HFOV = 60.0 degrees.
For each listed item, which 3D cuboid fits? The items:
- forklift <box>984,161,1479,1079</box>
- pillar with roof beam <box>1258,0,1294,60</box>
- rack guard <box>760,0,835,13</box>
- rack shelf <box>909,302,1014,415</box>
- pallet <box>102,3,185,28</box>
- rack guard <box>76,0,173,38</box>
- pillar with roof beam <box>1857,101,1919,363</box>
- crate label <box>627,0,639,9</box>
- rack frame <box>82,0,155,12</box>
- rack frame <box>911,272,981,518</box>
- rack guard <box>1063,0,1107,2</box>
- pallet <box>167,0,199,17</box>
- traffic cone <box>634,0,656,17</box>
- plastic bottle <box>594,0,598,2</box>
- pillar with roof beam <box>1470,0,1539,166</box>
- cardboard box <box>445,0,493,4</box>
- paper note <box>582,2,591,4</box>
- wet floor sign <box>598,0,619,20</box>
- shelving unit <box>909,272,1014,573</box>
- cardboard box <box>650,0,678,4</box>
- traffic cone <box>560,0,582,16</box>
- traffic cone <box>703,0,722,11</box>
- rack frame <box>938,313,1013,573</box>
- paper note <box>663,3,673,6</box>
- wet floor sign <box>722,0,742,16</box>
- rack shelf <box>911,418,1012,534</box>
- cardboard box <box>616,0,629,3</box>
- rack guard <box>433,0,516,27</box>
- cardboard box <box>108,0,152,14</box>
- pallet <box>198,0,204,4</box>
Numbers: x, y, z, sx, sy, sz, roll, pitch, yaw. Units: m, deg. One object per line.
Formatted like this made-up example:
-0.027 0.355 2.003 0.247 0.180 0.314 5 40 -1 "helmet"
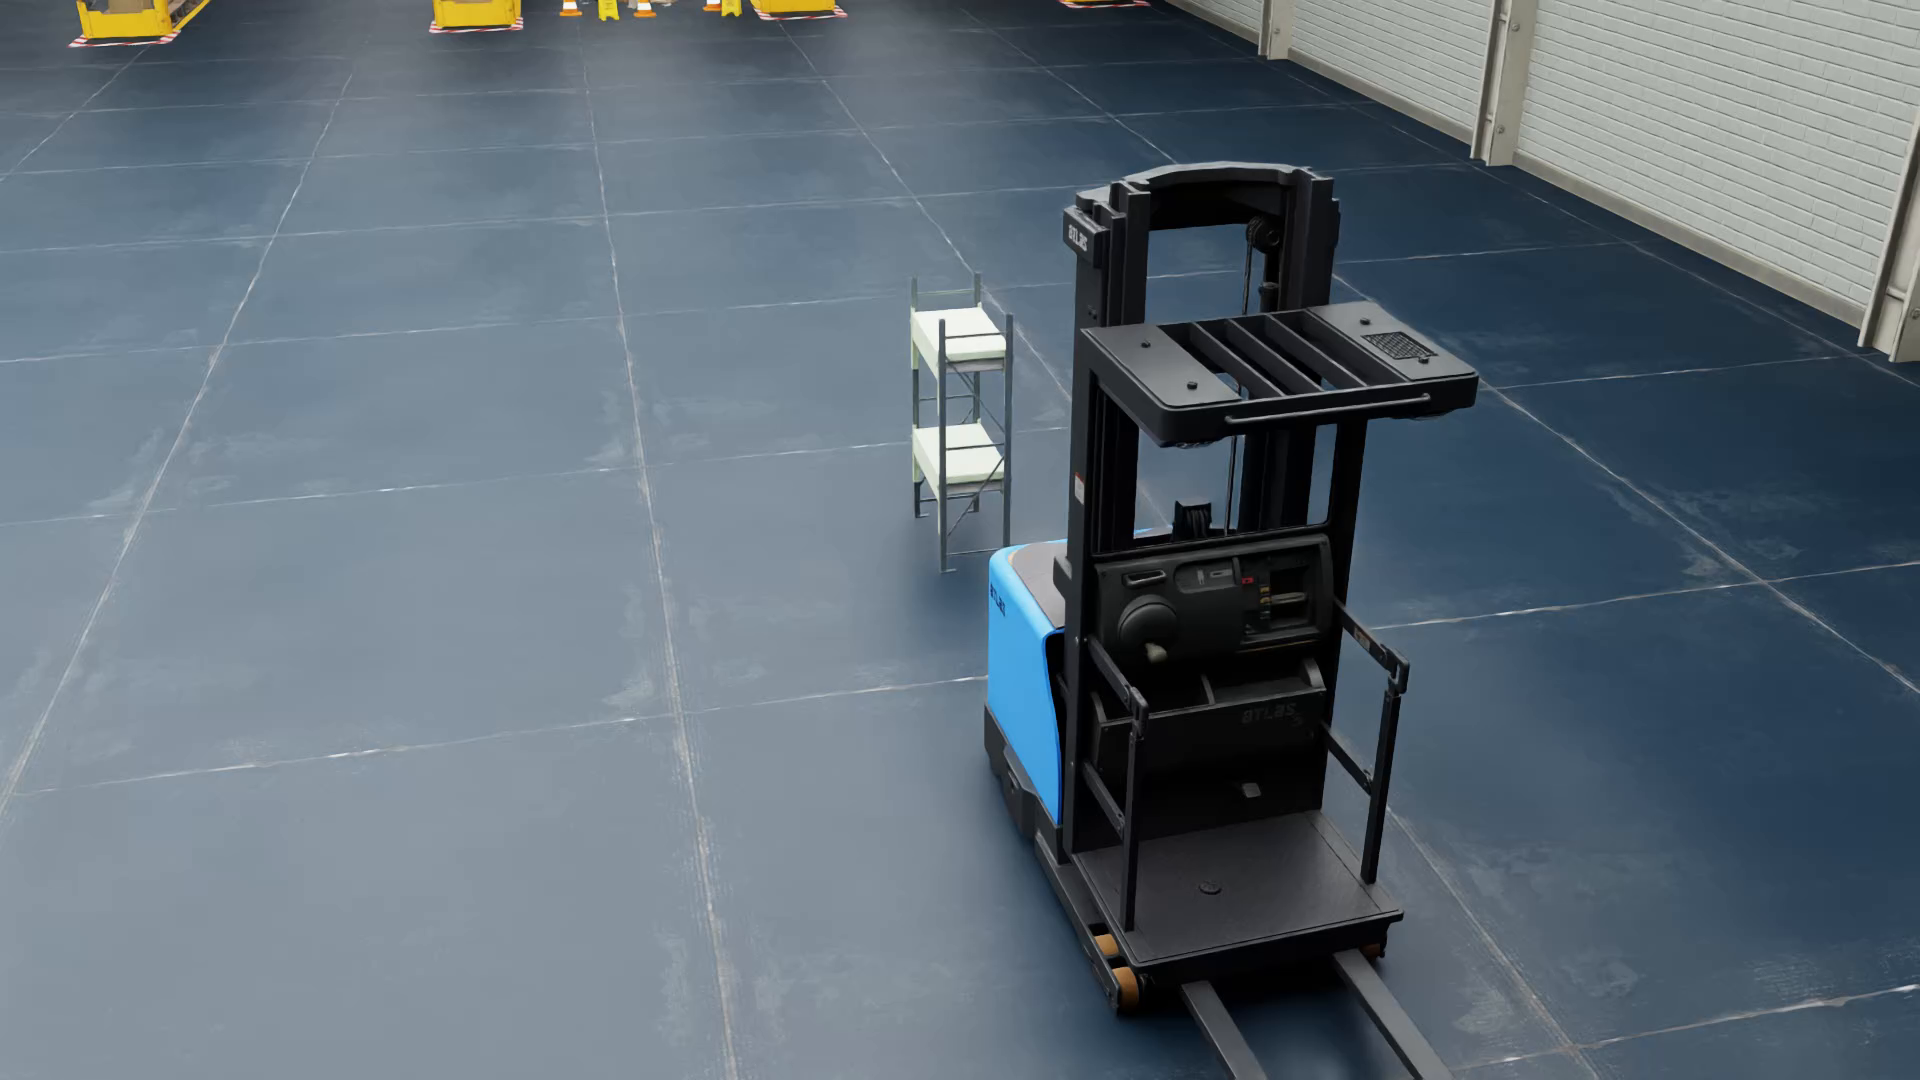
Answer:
1.012 0.263 5.977 1.130 2.935 3.031 -7 28 -14 "forklift"
0.144 -10.269 20.108 9.100 9.000 0.400 -6 27 -12 "pillar with roof beam"
-2.587 -8.676 26.385 1.175 0.500 0.348 -6 27 -12 "rack guard"
0.002 -1.015 9.230 0.431 0.370 0.720 -6 27 -12 "rack shelf"
-12.391 -7.901 25.170 1.003 0.211 1.213 -6 27 -12 "pallet"
-12.242 -7.670 24.391 1.175 0.500 0.348 -6 27 -12 "rack guard"
2.849 -5.001 9.670 9.100 9.000 0.400 -6 27 -12 "pillar with roof beam"
-5.166 -8.615 26.667 0.250 0.136 0.298 -23 35 -38 "crate label"
-12.225 -8.752 23.762 1.000 3.000 0.127 -6 27 -12 "rack frame"
-0.081 -0.827 9.725 0.400 1.500 0.023 -6 27 -12 "rack frame"
2.271 -9.138 27.300 1.175 0.500 0.348 -6 27 -12 "rack guard"
-12.662 -8.436 26.229 1.003 0.211 1.213 -6 27 -12 "pallet"
-4.928 -8.422 25.922 0.336 0.463 0.334 -6 27 -12 "traffic cone"
-5.969 -8.894 27.304 0.133 0.061 0.283 -16 31 -29 "plastic bottle"
1.497 -7.635 14.889 9.100 9.000 0.400 -6 27 -12 "pillar with roof beam"
-7.587 -8.742 25.632 0.875 0.875 0.875 -6 27 -11 "cardboard box"
-6.060 -8.728 27.010 0.144 0.017 0.142 3 27 6 "paper note"
-5.434 -8.349 25.575 0.267 0.644 0.232 -11 29 -20 "wet floor sign"
0.002 -0.667 9.406 0.431 1.500 0.755 -6 27 -12 "shelving unit"
-4.833 -8.856 27.131 0.380 0.149 0.250 8 28 15 "cardboard box"
-6.106 -8.457 25.991 0.336 0.463 0.334 -6 27 -12 "traffic cone"
-3.924 -8.684 26.441 0.336 0.463 0.334 -6 27 -12 "traffic cone"
0.084 -0.506 9.088 0.400 1.500 0.023 -6 27 -12 "rack frame"
-4.722 -8.646 26.846 0.148 0.019 0.142 -16 31 -29 "paper note"
-3.569 -8.516 25.905 0.267 0.644 0.232 3 27 6 "wet floor sign"
0.002 -0.376 9.553 0.431 0.370 0.720 -6 27 -12 "rack shelf"
-5.432 -9.158 27.336 0.637 0.503 0.797 19 32 32 "cardboard box"
-7.364 -8.085 25.214 1.175 0.500 0.348 -6 27 -12 "rack guard"
-12.349 -8.100 24.777 0.500 0.500 0.500 -1 27 -2 "cardboard box"
-12.940 -8.972 27.292 1.003 0.211 1.213 -6 27 -12 "pallet"
